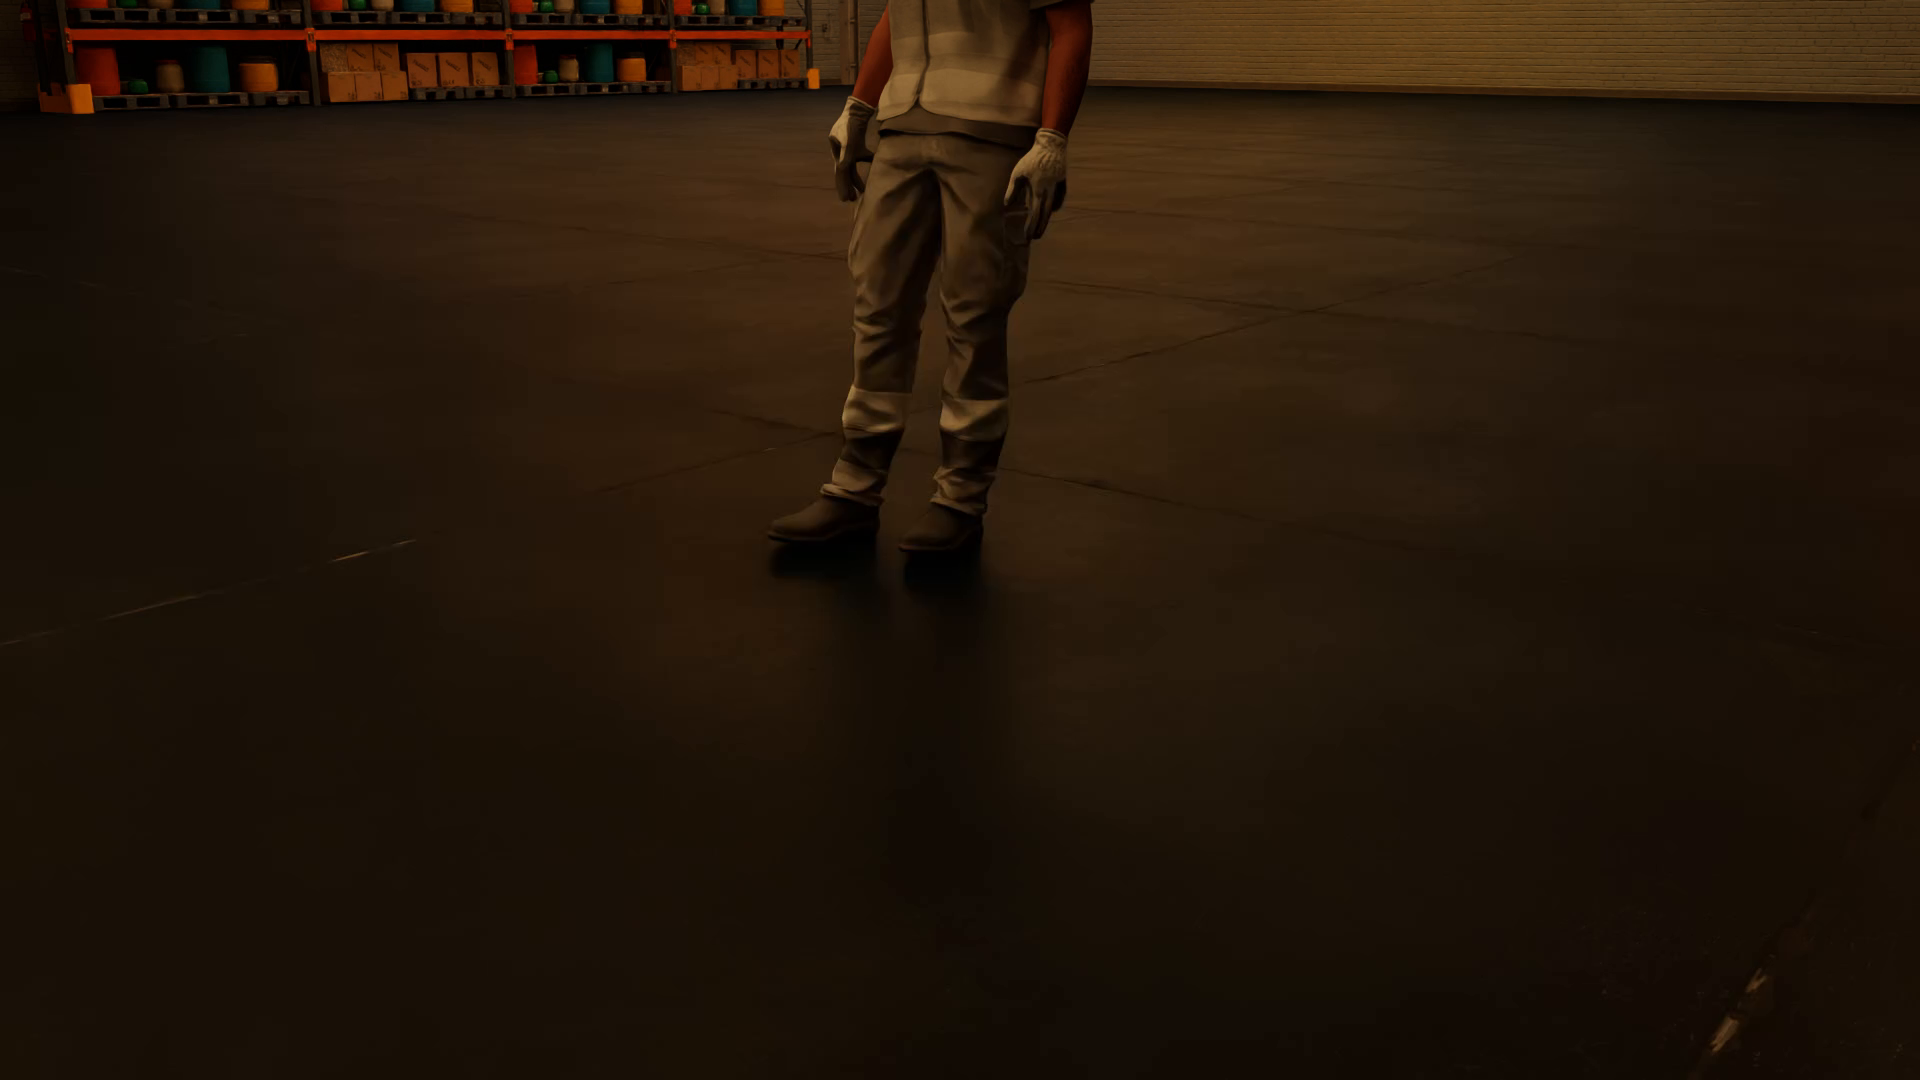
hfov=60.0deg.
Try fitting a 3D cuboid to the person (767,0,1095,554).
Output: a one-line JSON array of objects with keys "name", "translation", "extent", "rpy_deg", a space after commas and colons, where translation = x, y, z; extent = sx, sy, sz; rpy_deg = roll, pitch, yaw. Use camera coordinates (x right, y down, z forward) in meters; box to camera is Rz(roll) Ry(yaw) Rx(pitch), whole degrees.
[{"name": "person", "translation": [-0.060, -0.848, 3.628], "extent": [0.637, 1.787, 0.564], "rpy_deg": [13, 21, 37]}]
